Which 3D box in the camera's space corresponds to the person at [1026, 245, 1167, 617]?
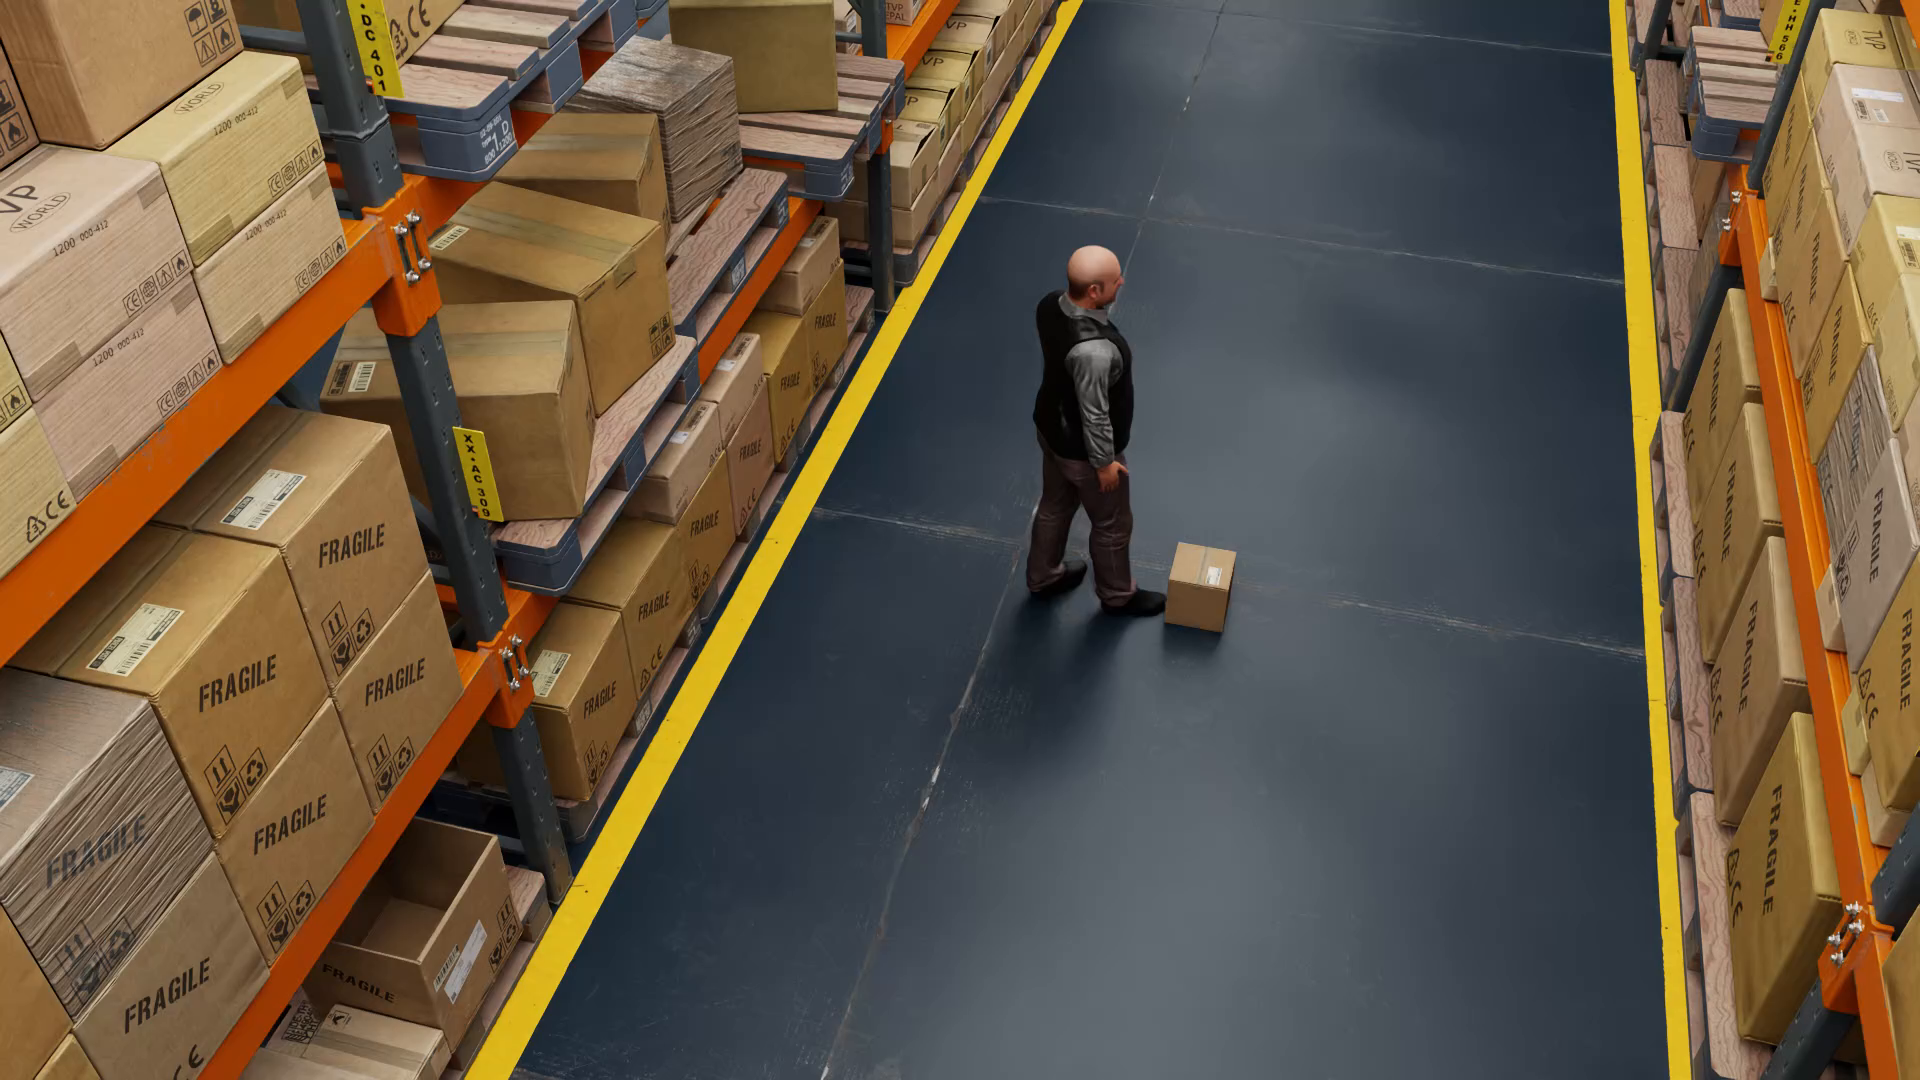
[{"bbox_3d":[0.572,-0.426,6.666,0.573,1.732,0.559,-12,42,-14],"label":"person"}]
